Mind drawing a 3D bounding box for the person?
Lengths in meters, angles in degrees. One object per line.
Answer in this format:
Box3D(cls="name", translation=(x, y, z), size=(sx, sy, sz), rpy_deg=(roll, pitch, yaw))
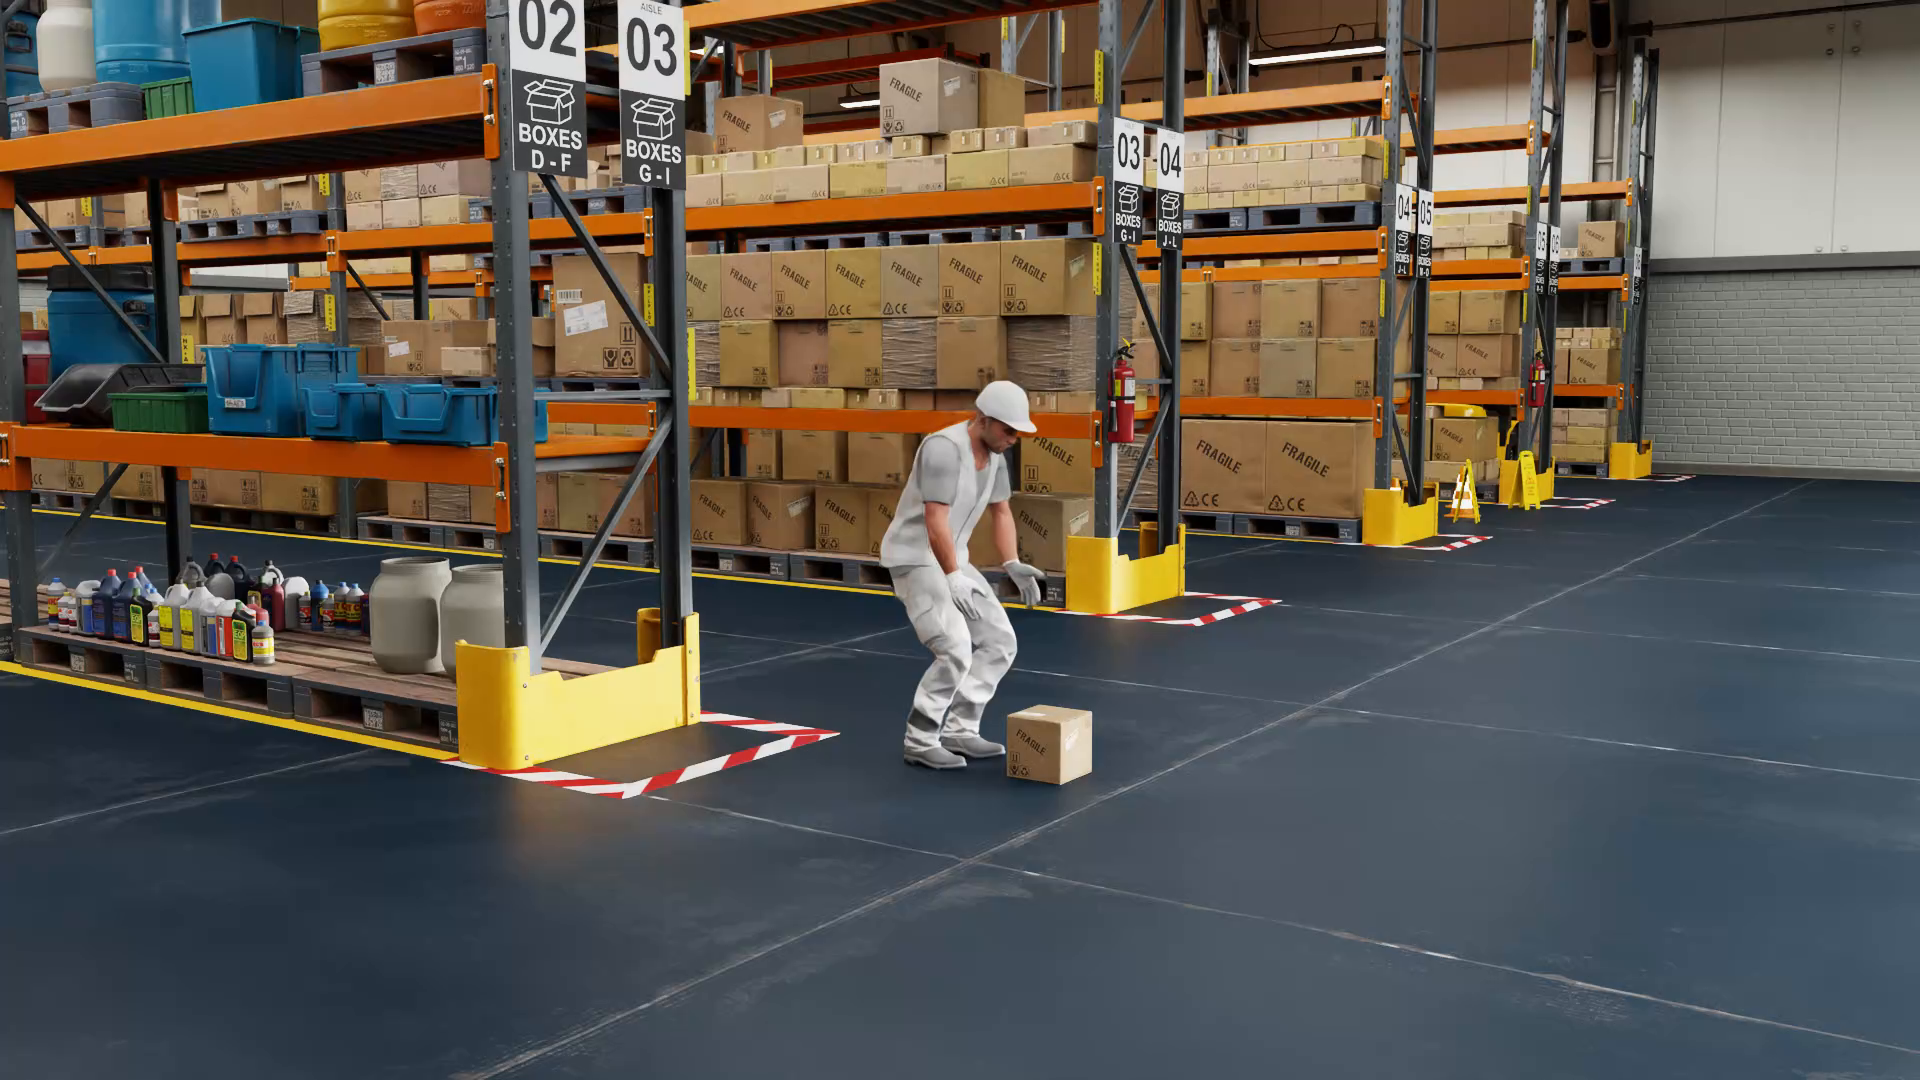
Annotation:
Box3D(cls="person", translation=(0.018, 0.132, 6.870), size=(0.647, 1.580, 0.575), rpy_deg=(4, 8, 34))
